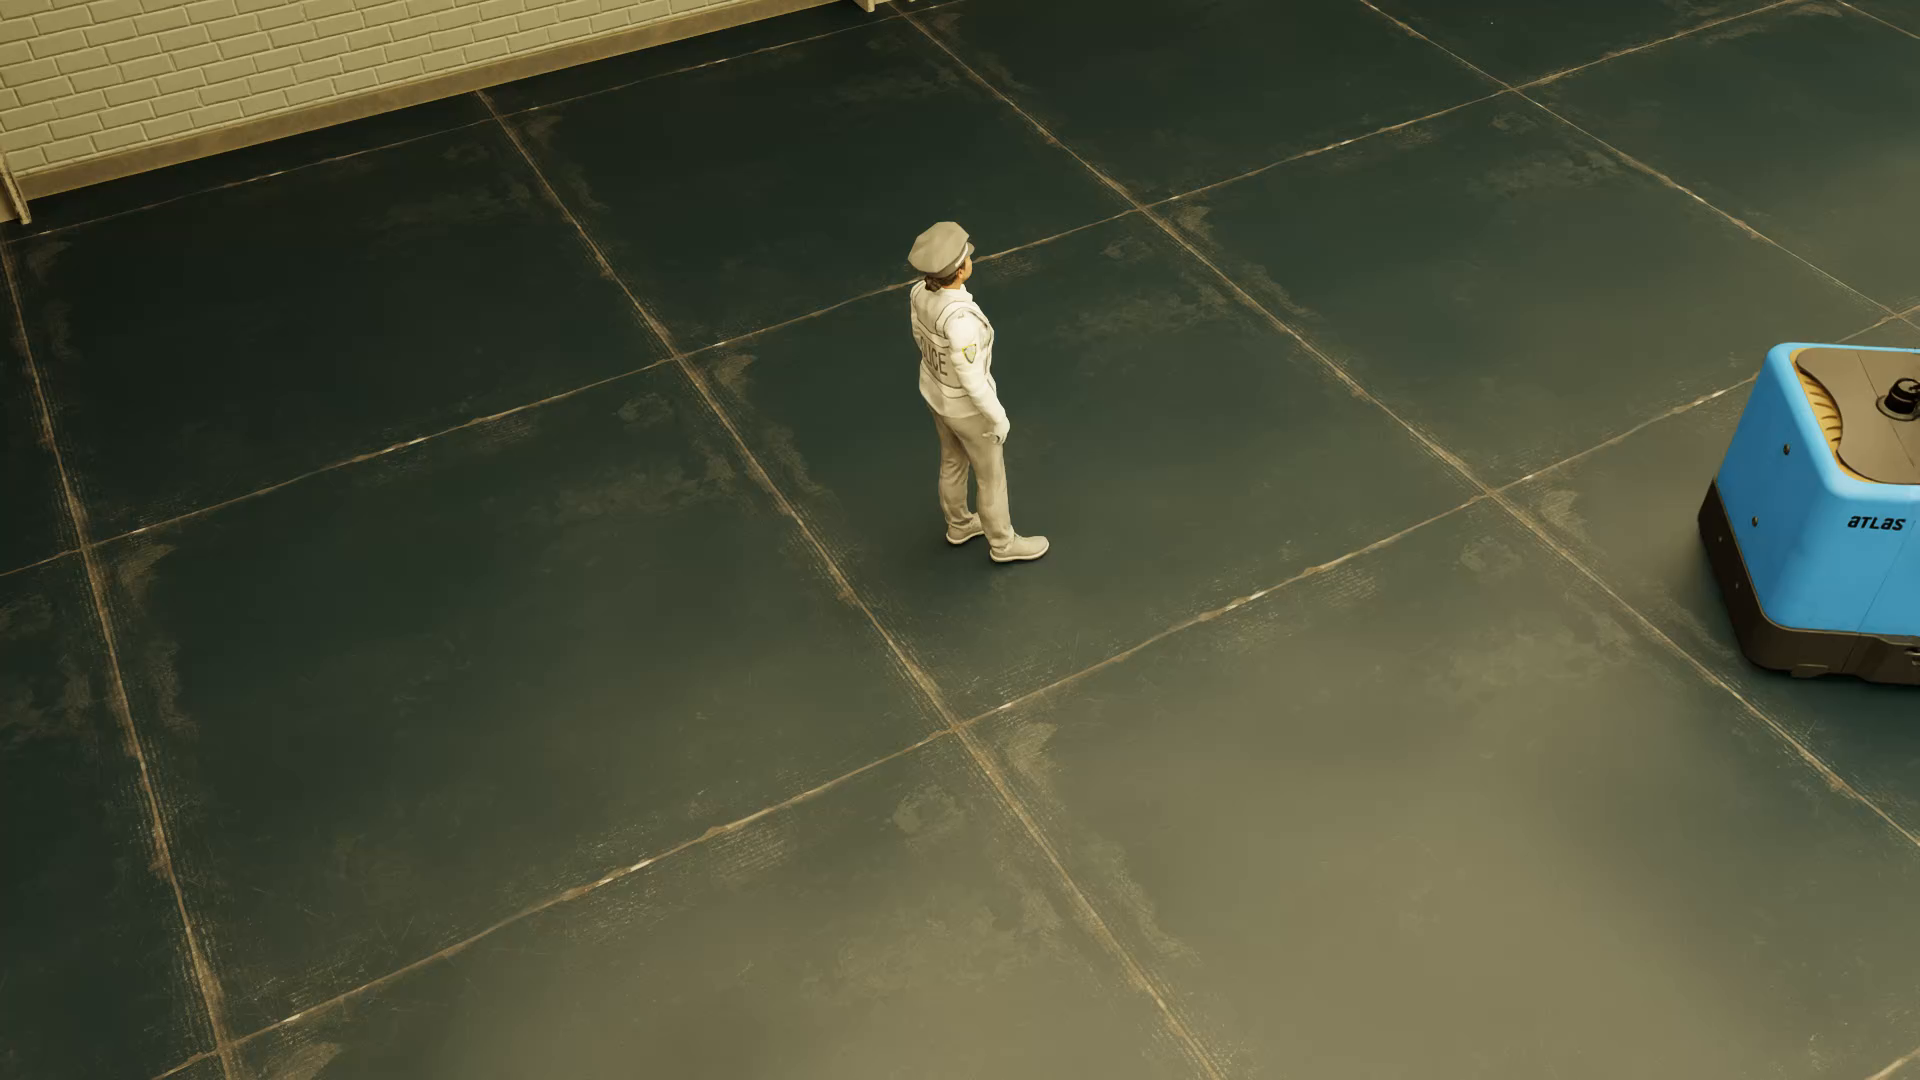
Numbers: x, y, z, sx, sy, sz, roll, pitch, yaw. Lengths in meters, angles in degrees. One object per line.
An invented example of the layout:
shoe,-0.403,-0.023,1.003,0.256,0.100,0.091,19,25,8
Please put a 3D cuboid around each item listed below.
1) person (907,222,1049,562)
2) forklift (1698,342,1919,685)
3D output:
person,0.062,-0.646,7.293,0.531,1.695,0.588,-21,47,-21
forklift,4.951,-0.731,6.486,3.031,2.935,1.130,4,43,4
